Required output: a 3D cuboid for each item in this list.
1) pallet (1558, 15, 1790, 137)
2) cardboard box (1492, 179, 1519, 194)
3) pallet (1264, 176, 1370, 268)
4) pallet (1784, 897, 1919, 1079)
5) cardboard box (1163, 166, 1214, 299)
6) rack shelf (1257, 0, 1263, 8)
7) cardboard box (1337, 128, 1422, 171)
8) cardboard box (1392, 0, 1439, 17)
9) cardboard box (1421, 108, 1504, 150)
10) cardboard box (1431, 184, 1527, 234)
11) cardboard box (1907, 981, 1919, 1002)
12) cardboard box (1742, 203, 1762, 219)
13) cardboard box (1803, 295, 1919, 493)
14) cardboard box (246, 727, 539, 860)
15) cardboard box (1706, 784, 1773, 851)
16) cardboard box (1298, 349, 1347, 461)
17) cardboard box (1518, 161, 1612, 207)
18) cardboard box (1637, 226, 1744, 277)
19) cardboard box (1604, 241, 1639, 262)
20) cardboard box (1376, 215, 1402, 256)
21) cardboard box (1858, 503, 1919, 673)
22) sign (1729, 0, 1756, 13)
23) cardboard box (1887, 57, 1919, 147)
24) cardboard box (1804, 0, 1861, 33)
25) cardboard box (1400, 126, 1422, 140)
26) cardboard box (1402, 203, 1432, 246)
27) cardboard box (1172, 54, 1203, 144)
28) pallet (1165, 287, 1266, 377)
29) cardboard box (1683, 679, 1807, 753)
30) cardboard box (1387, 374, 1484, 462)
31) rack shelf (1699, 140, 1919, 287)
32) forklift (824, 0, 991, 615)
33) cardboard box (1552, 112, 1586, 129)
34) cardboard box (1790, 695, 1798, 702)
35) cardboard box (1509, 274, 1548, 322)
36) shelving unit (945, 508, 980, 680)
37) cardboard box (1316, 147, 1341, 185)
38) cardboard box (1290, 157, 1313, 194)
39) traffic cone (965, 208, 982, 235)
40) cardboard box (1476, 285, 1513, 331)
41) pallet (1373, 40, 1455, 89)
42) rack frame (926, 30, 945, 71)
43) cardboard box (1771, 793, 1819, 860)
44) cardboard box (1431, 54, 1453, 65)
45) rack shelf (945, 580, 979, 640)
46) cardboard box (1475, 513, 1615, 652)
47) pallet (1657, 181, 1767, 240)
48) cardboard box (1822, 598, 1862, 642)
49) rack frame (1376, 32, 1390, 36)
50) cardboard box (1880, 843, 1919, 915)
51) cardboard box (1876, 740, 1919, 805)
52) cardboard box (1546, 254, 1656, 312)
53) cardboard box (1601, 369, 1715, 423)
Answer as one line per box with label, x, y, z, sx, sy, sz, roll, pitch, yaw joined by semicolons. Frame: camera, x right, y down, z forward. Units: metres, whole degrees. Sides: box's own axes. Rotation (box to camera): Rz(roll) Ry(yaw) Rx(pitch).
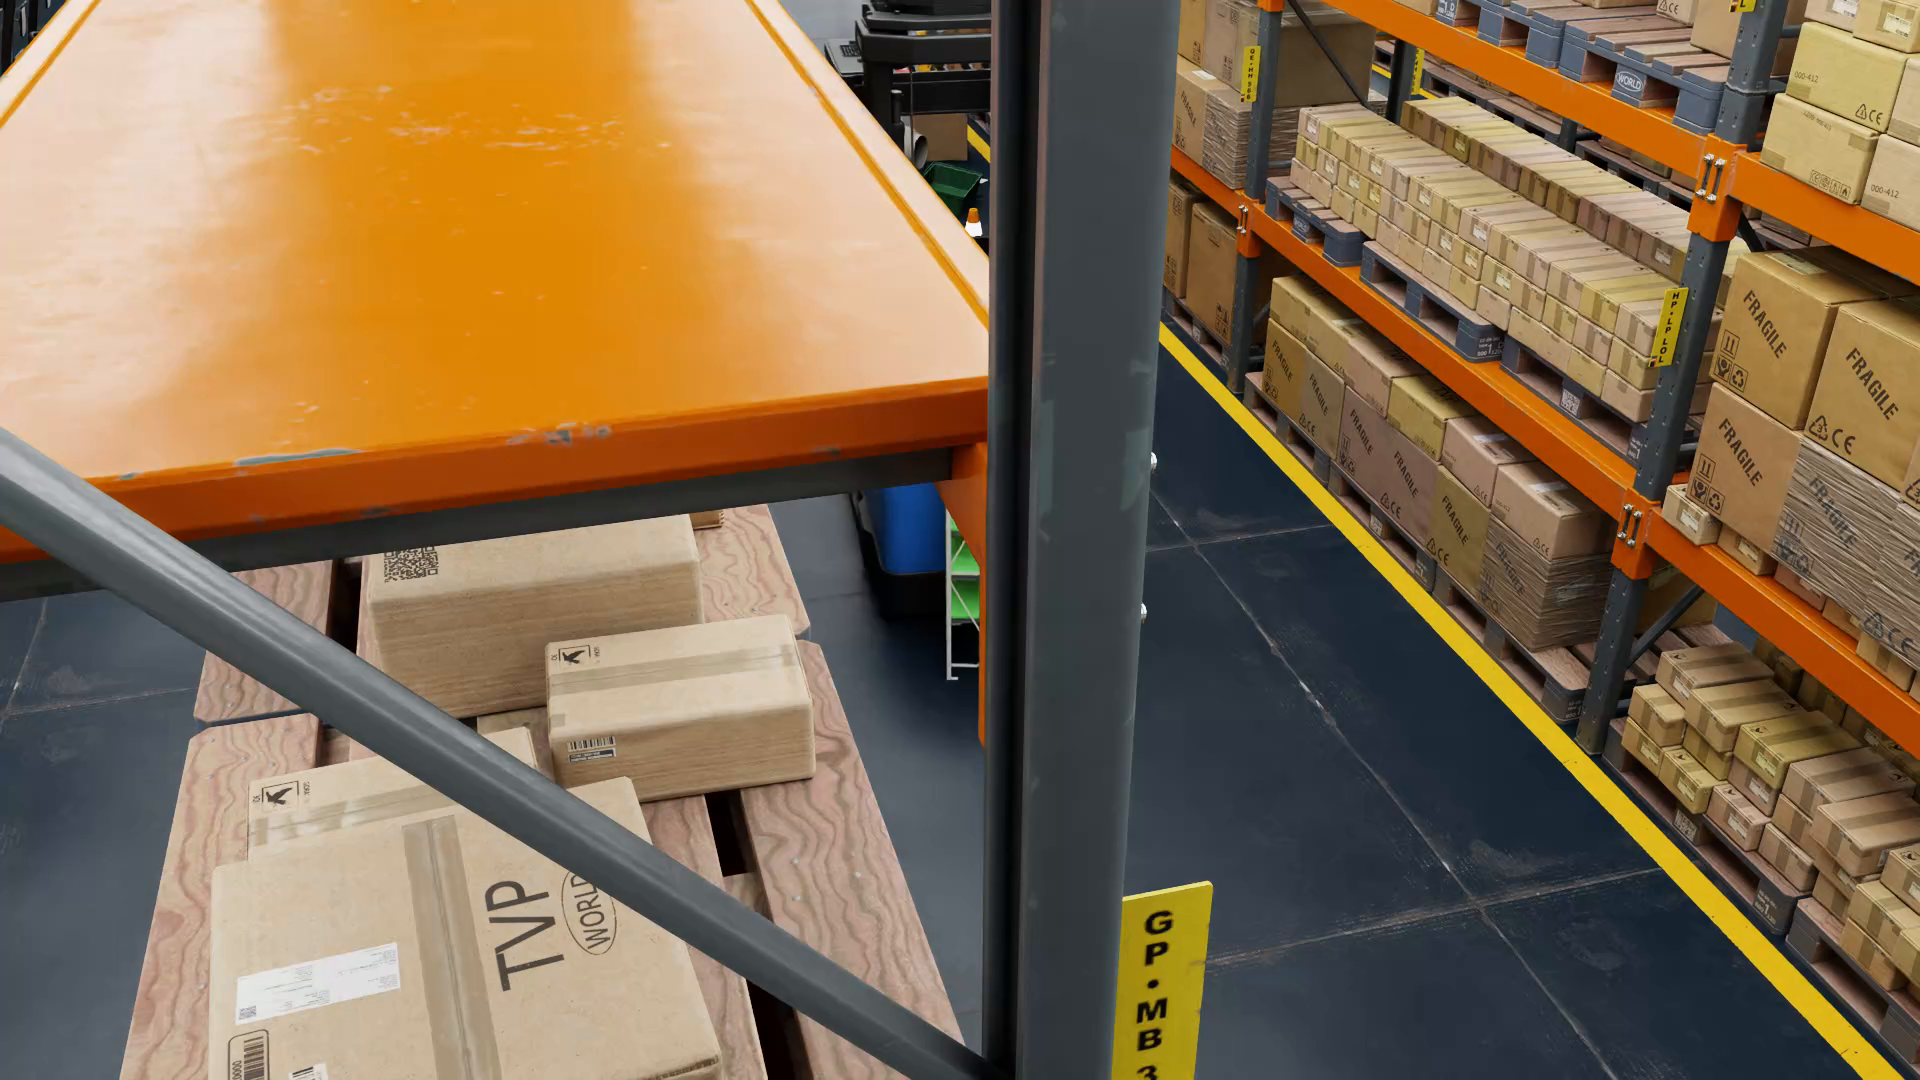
pallet;3.260;-1.938;6.797;1.213;0.211;1.003;-8;31;-13
cardboard box;3.104;-1.867;9.016;0.380;0.149;0.250;-8;31;-14
pallet;2.552;-1.927;9.777;1.213;0.211;1.003;-8;31;-13
pallet;3.861;1.708;6.088;1.003;0.211;1.213;-8;31;-13
cardboard box;1.949;-2.276;12.015;1.050;0.750;0.750;-7;31;-13
rack shelf;1.729;-4.293;11.397;1.077;0.370;4.000;-8;31;-13
cardboard box;2.330;-2.174;9.249;0.380;0.149;0.250;-8;31;-14
cardboard box;2.432;-2.889;8.154;0.500;0.500;0.500;-8;31;-13
cardboard box;2.896;-2.374;9.594;0.380;0.149;0.250;-8;31;-14
cardboard box;2.609;-1.667;8.373;0.380;0.149;0.250;-8;31;-14
cardboard box;3.635;1.600;5.918;0.380;0.149;0.250;-7;31;-12
cardboard box;6.555;-2.920;13.356;0.700;0.500;0.500;-5;30;-9
cardboard box;3.358;-0.515;5.750;0.500;0.500;0.500;-9;31;-15
cardboard box;-0.757;0.419;2.270;0.380;0.149;0.250;-10;32;-17
cardboard box;3.295;1.104;6.775;0.380;0.149;0.250;-8;31;-14
cardboard box;2.338;-0.822;9.753;0.500;0.500;0.500;-7;31;-13
cardboard box;3.173;-1.870;8.725;0.380;0.149;0.250;-6;31;-11
cardboard box;3.451;-1.369;7.859;0.380;0.149;0.250;-8;31;-14
cardboard box;3.377;-1.367;8.152;0.380;0.149;0.250;-7;31;-11
cardboard box;2.473;-1.652;8.942;0.380;0.149;0.250;-7;31;-12
cardboard box;3.447;0.178;5.551;0.500;0.500;0.500;-9;31;-14
sign;2.787;-2.026;5.852;0.100;0.325;0.005;-8;31;-13
cardboard box;3.345;-1.353;5.249;0.500;0.250;0.500;-8;31;-13
cardboard box;3.165;-1.858;5.724;0.380;0.149;0.250;-8;31;-14
cardboard box;2.830;-2.364;9.875;0.380;0.149;0.250;-7;31;-12
cardboard box;2.538;-1.660;8.659;0.380;0.149;0.250;-8;31;-14
cardboard box;1.618;-3.048;11.422;0.500;0.500;0.500;-8;31;-14
pallet;2.123;-1.524;11.673;1.003;0.211;1.213;-8;31;-13
cardboard box;3.229;0.721;6.843;0.380;0.149;0.250;-6;31;-11
cardboard box;2.602;-0.663;8.728;0.500;0.250;0.500;-9;31;-15
rack shelf;3.852;-0.430;4.722;1.077;0.370;4.000;-8;31;-13
forklift;-0.121;-1.608;9.102;1.130;2.935;3.031;-5;30;-8
cardboard box;5.939;-4.182;15.556;0.500;0.500;0.500;-9;31;-15
cardboard box;3.711;0.625;7.306;0.380;0.149;0.250;-7;31;-12
cardboard box;2.814;-1.155;7.786;0.380;0.149;0.250;-9;31;-15
shelving unit;0.067;0.038;7.987;0.258;1.200;0.503;1;30;2
cardboard box;2.268;-2.151;9.507;0.380;0.149;0.250;-6;31;-11
cardboard box;2.184;-2.171;9.837;0.380;0.149;0.250;-8;31;-14
traffic cone;0.098;-2.326;12.807;0.336;0.463;0.334;-8;31;-13
cardboard box;2.746;-1.148;8.070;0.380;0.149;0.250;-9;31;-15
pallet;5.147;-5.174;17.979;1.003;0.211;1.213;-8;31;-13
rack frame;0.136;-6.204;16.975;1.000;3.000;0.127;-8;31;-13
cardboard box;3.431;1.086;6.509;0.380;0.149;0.250;-9;31;-16
cardboard box;5.286;-5.327;17.535;0.500;0.500;0.500;0;30;0
rack shelf;0.067;0.301;8.139;0.258;0.148;0.480;1;30;2
cardboard box;2.882;0.168;8.042;0.500;0.500;0.500;-8;31;-14
pallet;6.542;-2.710;13.721;1.003;0.211;1.213;-8;31;-13
cardboard box;3.409;0.249;6.076;0.380;0.149;0.250;-9;31;-15
rack frame;4.945;-6.815;18.030;1.000;3.000;0.127;-8;31;-13
cardboard box;3.576;1.214;5.991;0.380;0.149;0.250;-9;31;-15
cardboard box;3.839;0.896;6.540;0.380;0.149;0.250;-7;31;-12
cardboard box;2.888;-1.162;7.500;0.380;0.149;0.250;-9;31;-15
cardboard box;3.025;-0.647;7.205;0.380;0.149;0.250;-9;31;-14
